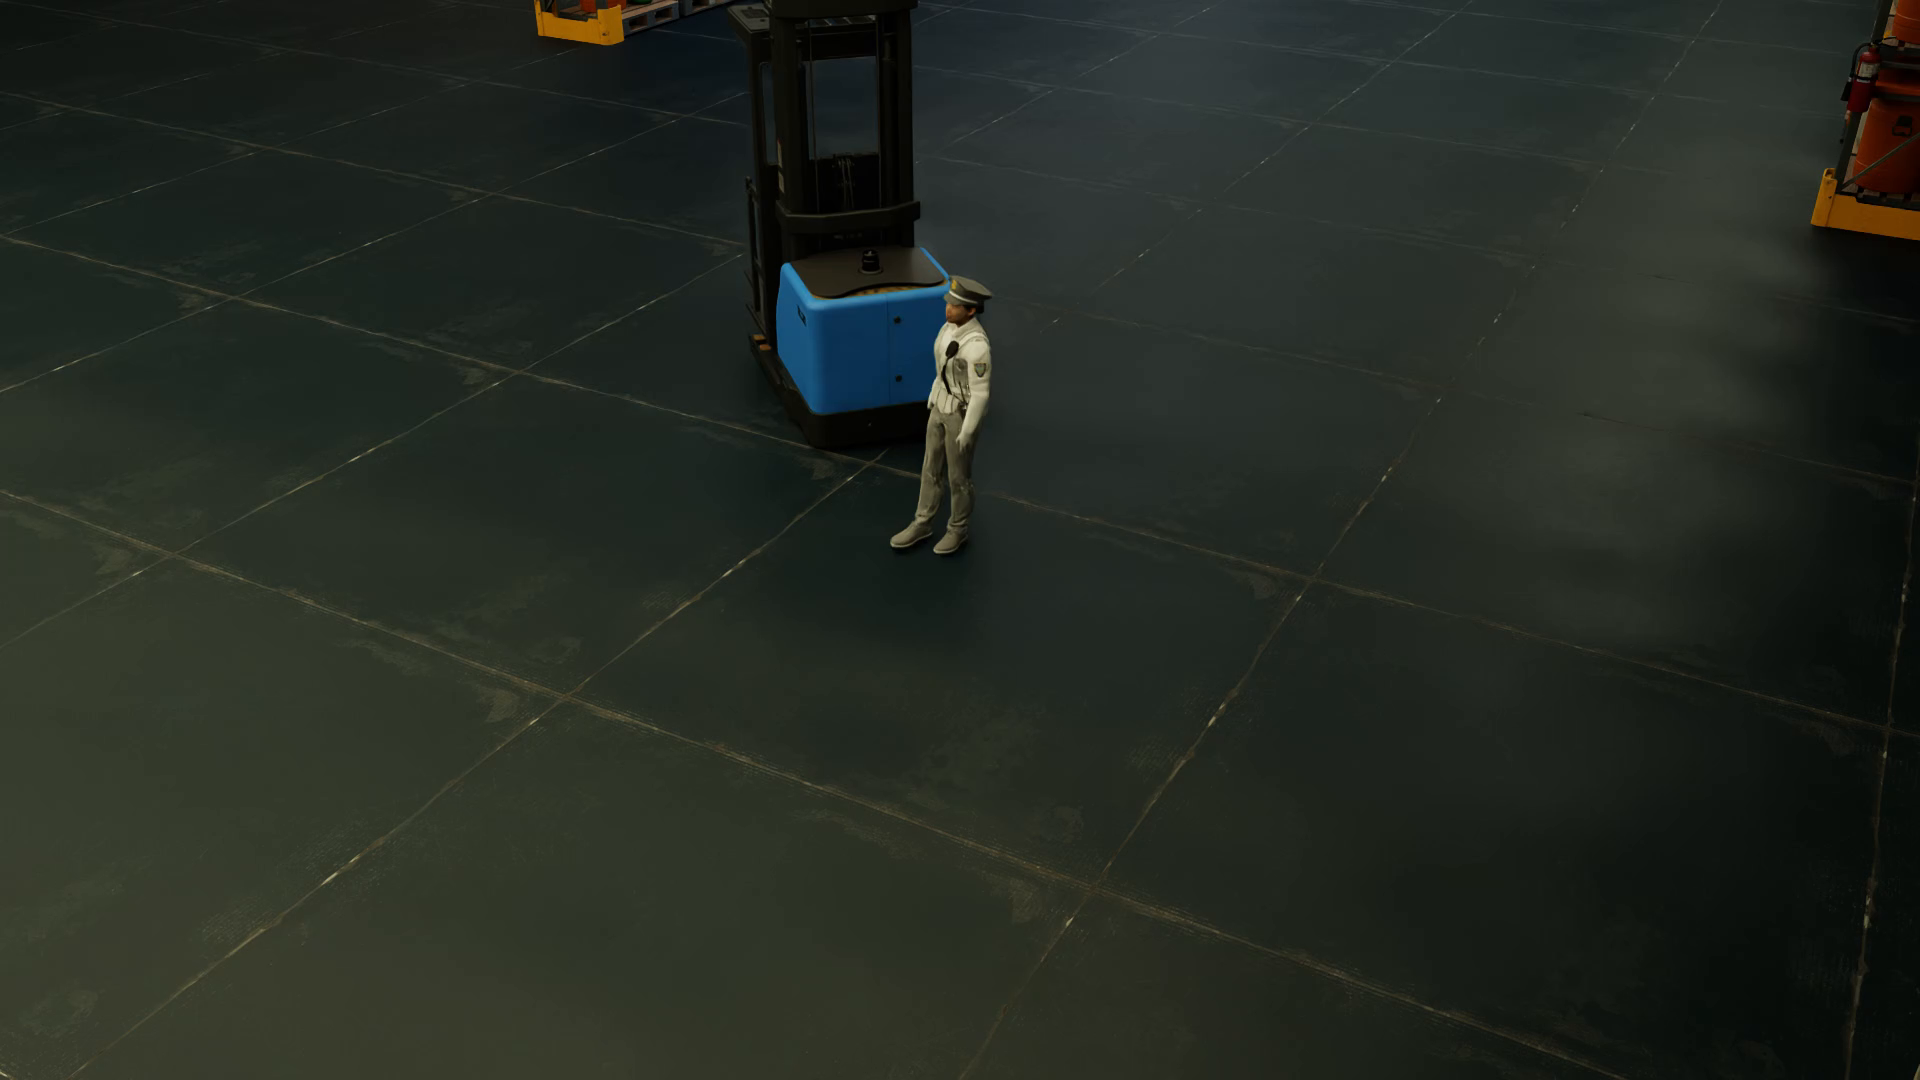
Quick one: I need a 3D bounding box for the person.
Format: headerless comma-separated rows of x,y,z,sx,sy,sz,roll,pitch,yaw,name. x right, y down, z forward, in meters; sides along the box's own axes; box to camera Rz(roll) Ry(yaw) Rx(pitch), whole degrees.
-0.120,-0.714,9.545,0.587,1.691,0.581,-10,31,-17,person

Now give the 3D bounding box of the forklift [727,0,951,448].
-0.933,-2.598,11.571,1.130,2.935,3.031,-9,31,-16,forklift
